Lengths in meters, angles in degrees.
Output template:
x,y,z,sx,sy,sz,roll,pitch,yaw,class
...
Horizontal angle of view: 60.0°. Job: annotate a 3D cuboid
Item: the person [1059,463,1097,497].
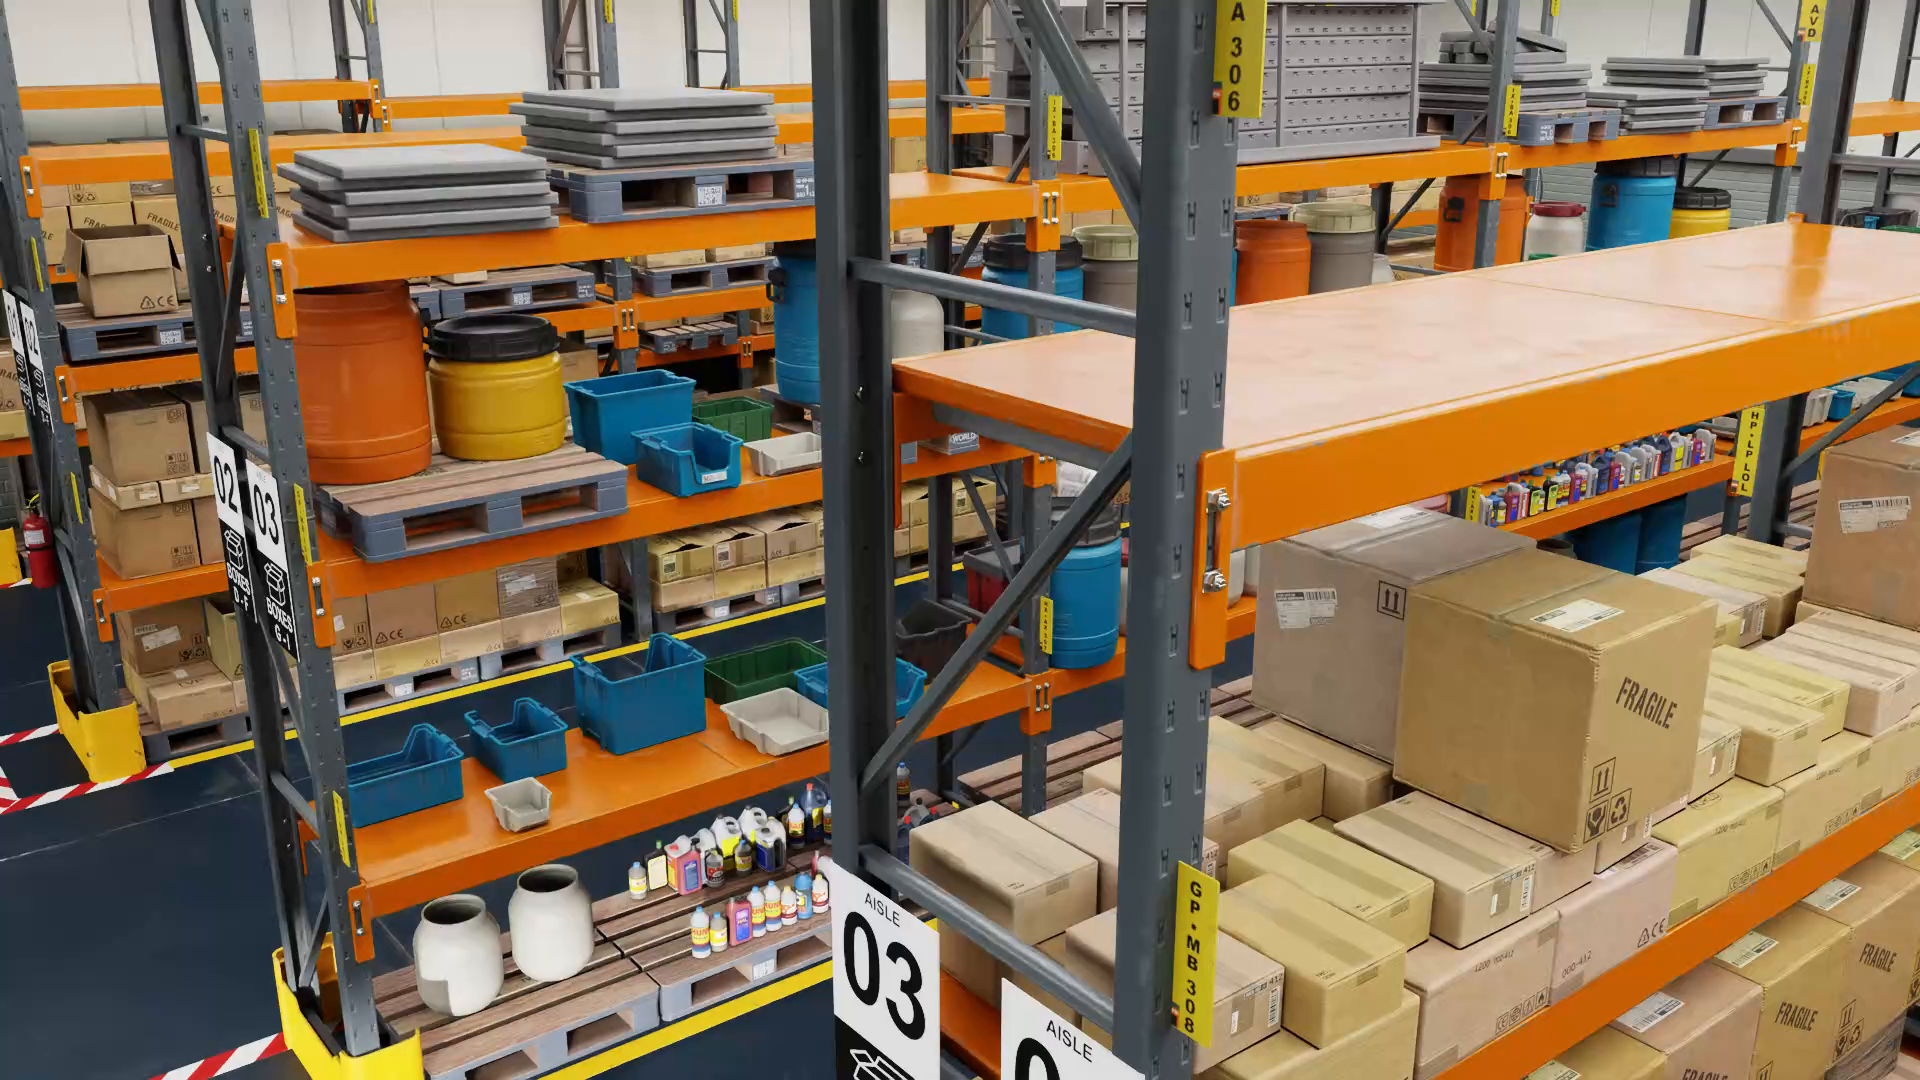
x,y,z,sx,sy,sz,roll,pitch,yaw,class
1.022,-0.092,14.083,0.526,1.576,0.516,-13,22,-35,person
